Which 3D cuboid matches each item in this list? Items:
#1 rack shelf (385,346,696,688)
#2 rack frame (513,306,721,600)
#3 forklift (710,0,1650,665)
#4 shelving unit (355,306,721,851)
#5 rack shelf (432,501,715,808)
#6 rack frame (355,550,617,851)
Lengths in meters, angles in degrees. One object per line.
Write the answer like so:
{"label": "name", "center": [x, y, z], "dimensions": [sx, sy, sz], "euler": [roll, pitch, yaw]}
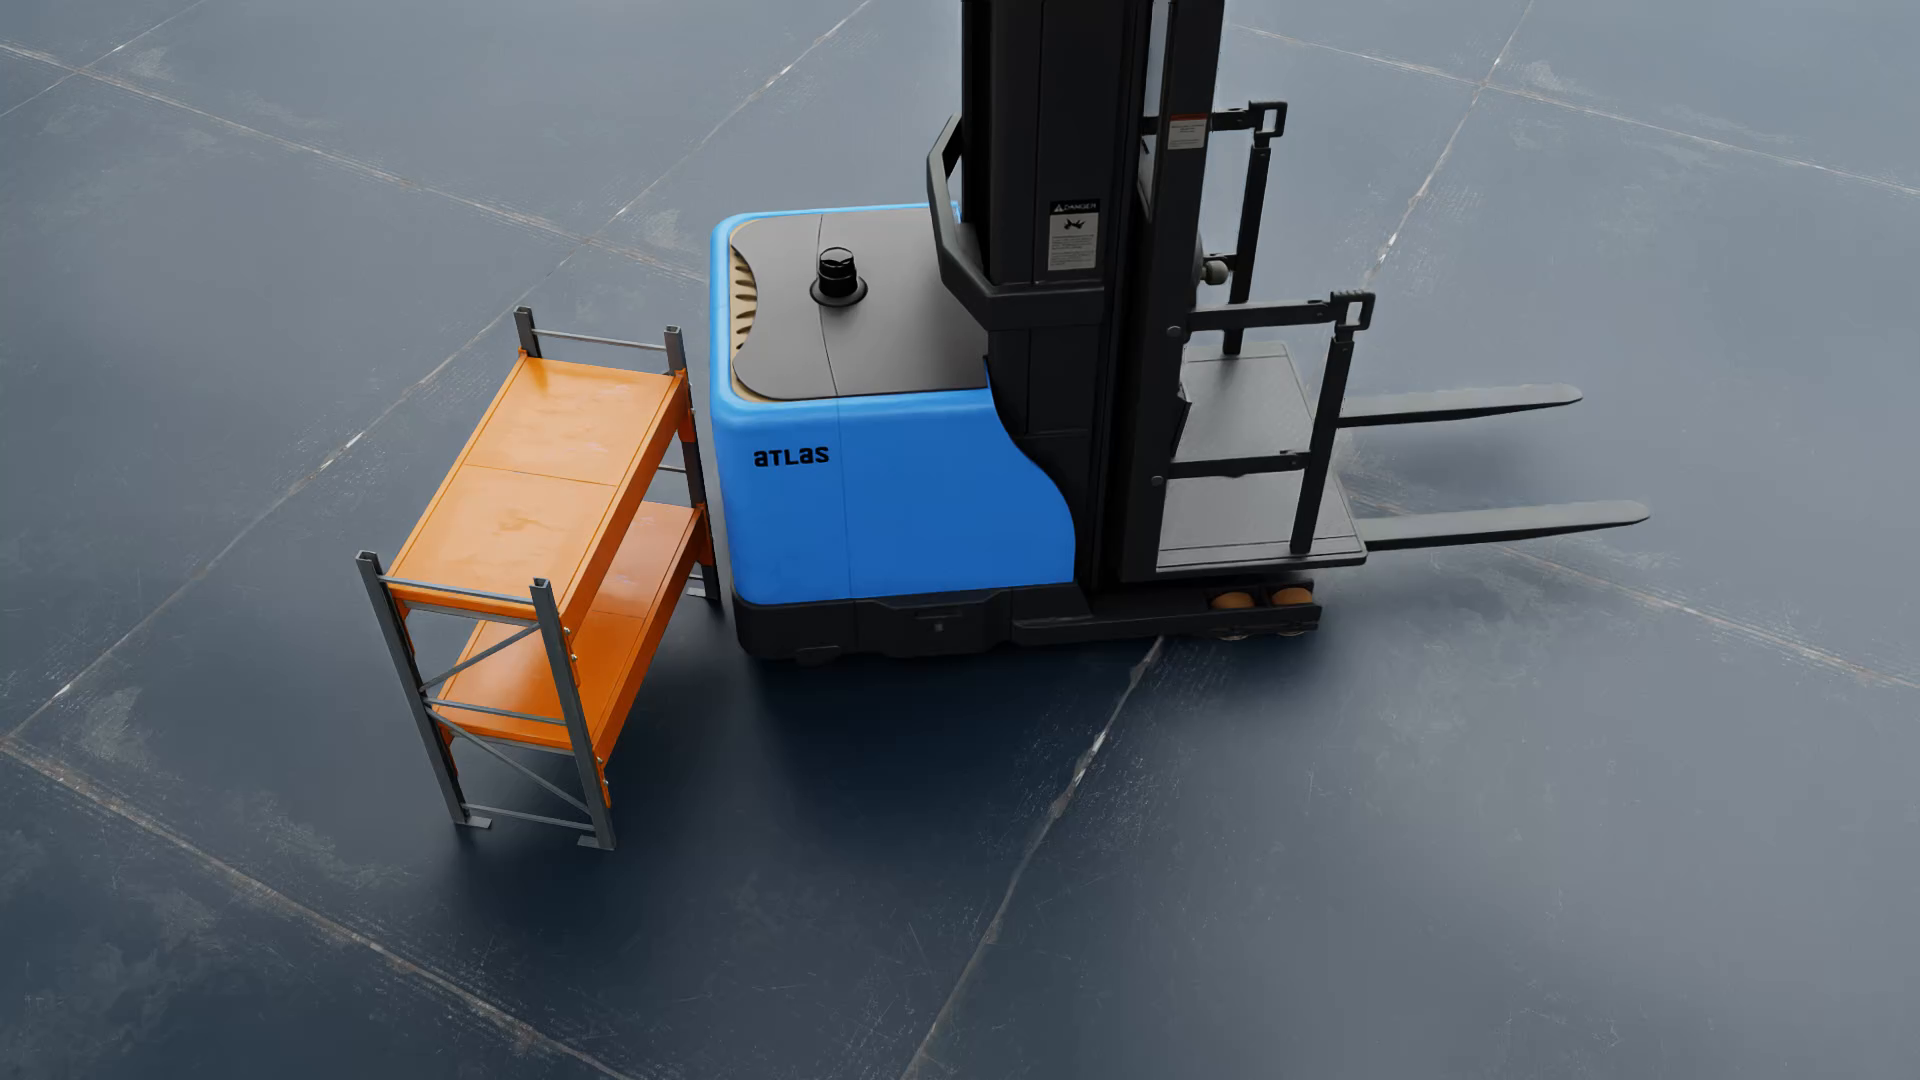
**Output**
{"label": "rack shelf", "center": [-1.151, -0.093, 4.640], "dimensions": [0.538, 0.278, 1.000], "euler": [8, 46, 8]}
{"label": "rack frame", "center": [-1.049, -0.242, 5.198], "dimensions": [0.500, 1.125, 0.032], "euler": [8, 46, 8]}
{"label": "forklift", "center": [0.750, -1.075, 4.752], "dimensions": [3.031, 2.935, 1.130], "euler": [-4, 45, -4]}
{"label": "shelving unit", "center": [-1.151, 0.112, 4.848], "dimensions": [0.538, 1.125, 1.048], "euler": [8, 46, 8]}
{"label": "rack shelf", "center": [-1.151, 0.284, 5.022], "dimensions": [0.538, 0.278, 1.000], "euler": [8, 46, 8]}
{"label": "rack frame", "center": [-1.253, 0.467, 4.498], "dimensions": [0.500, 1.125, 0.032], "euler": [8, 46, 8]}
